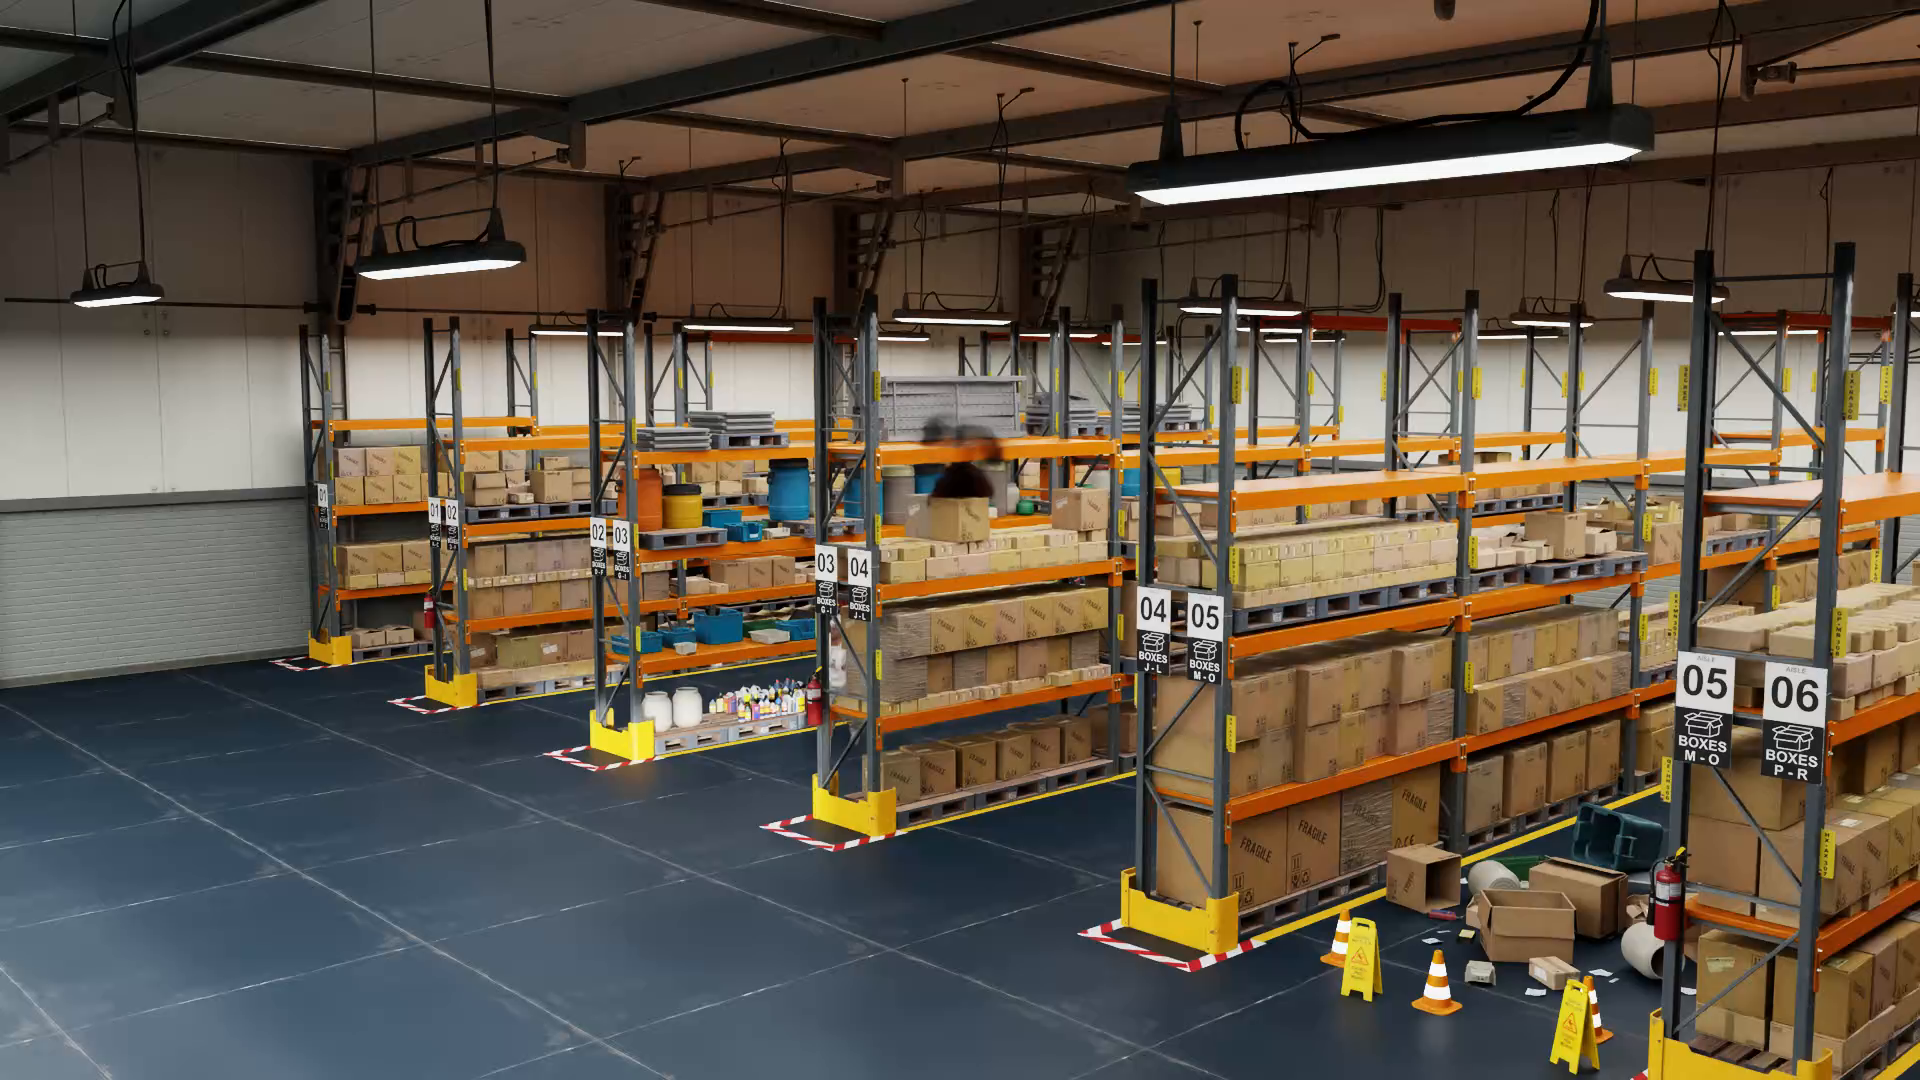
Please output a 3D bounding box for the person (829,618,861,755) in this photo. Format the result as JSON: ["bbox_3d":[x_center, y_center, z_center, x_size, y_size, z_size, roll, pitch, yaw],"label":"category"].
[{"bbox_3d":[-1.582,1.882,21.492,0.668,1.782,0.992,2,6,22],"label":"person"}]
